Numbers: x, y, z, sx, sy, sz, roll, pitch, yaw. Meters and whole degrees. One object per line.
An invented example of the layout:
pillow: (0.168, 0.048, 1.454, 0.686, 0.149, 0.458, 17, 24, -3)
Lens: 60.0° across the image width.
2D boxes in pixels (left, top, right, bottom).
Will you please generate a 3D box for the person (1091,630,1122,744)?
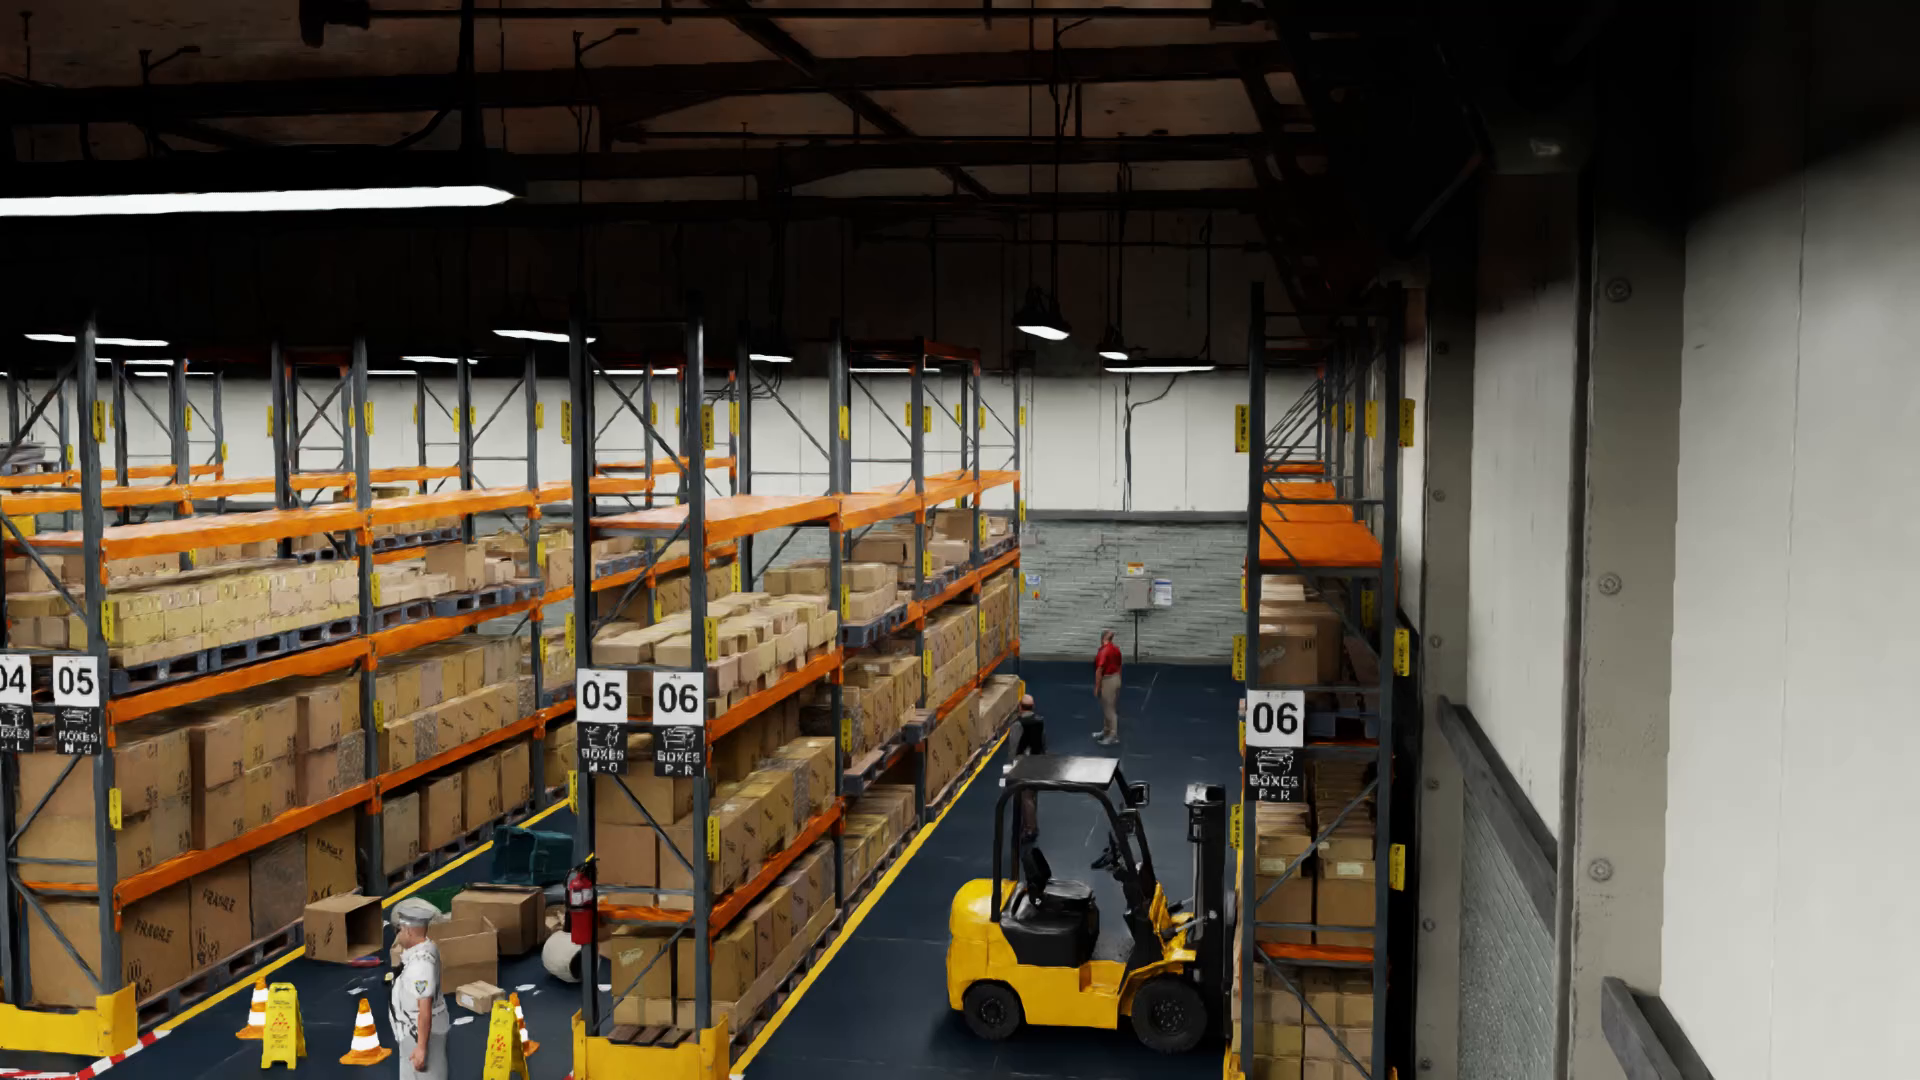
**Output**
person: (2.243, 2.236, 25.594, 0.592, 1.712, 0.668, 3, 5, 32)

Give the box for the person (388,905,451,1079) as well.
person: (-3.631, 3.382, 11.434, 0.569, 1.748, 0.656, -2, 5, -18)

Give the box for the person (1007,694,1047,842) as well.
person: (0.779, 2.692, 19.888, 0.576, 1.718, 0.626, 4, 6, 42)
